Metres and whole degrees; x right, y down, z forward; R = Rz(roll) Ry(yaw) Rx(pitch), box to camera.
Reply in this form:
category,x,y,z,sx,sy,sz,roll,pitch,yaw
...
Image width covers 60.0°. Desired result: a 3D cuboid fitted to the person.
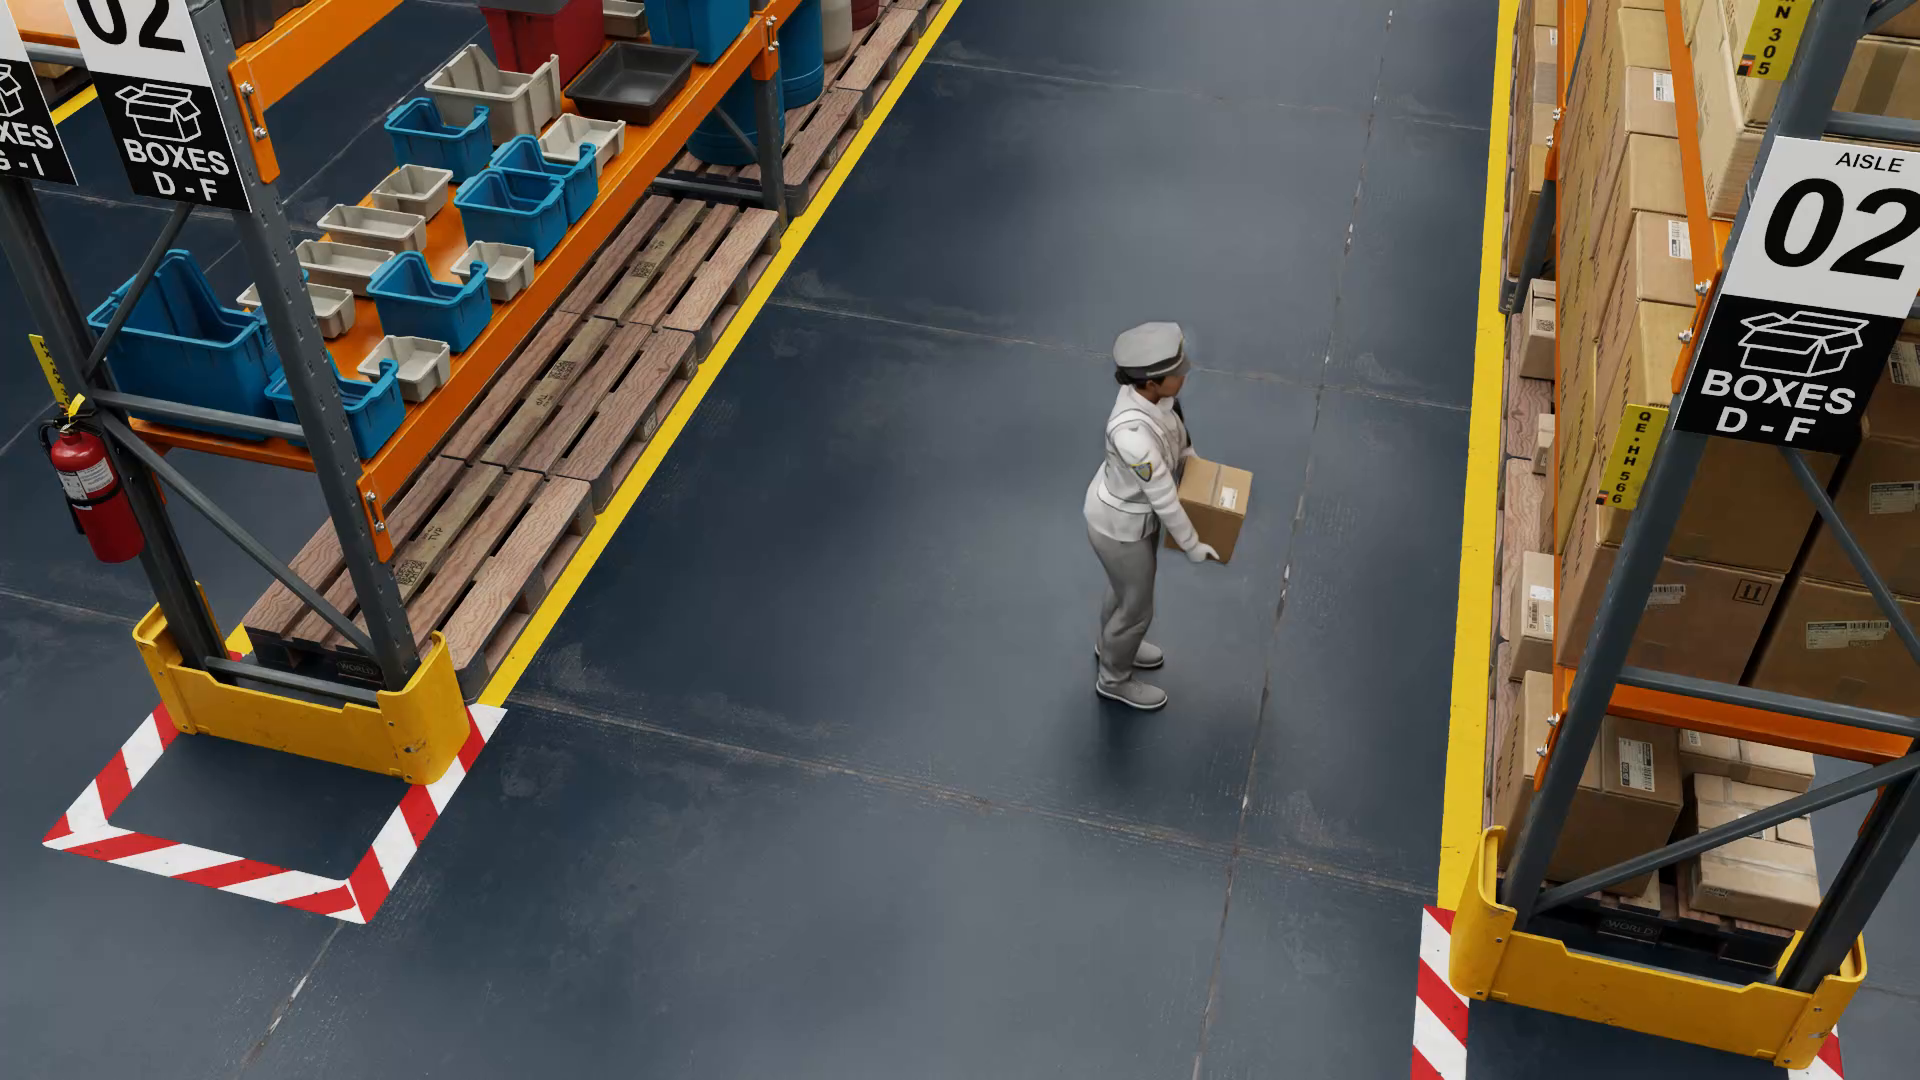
category,x,y,z,sx,sy,sz,roll,pitch,yaw
person,0.729,-0.070,6.231,0.528,1.682,0.416,9,42,10
